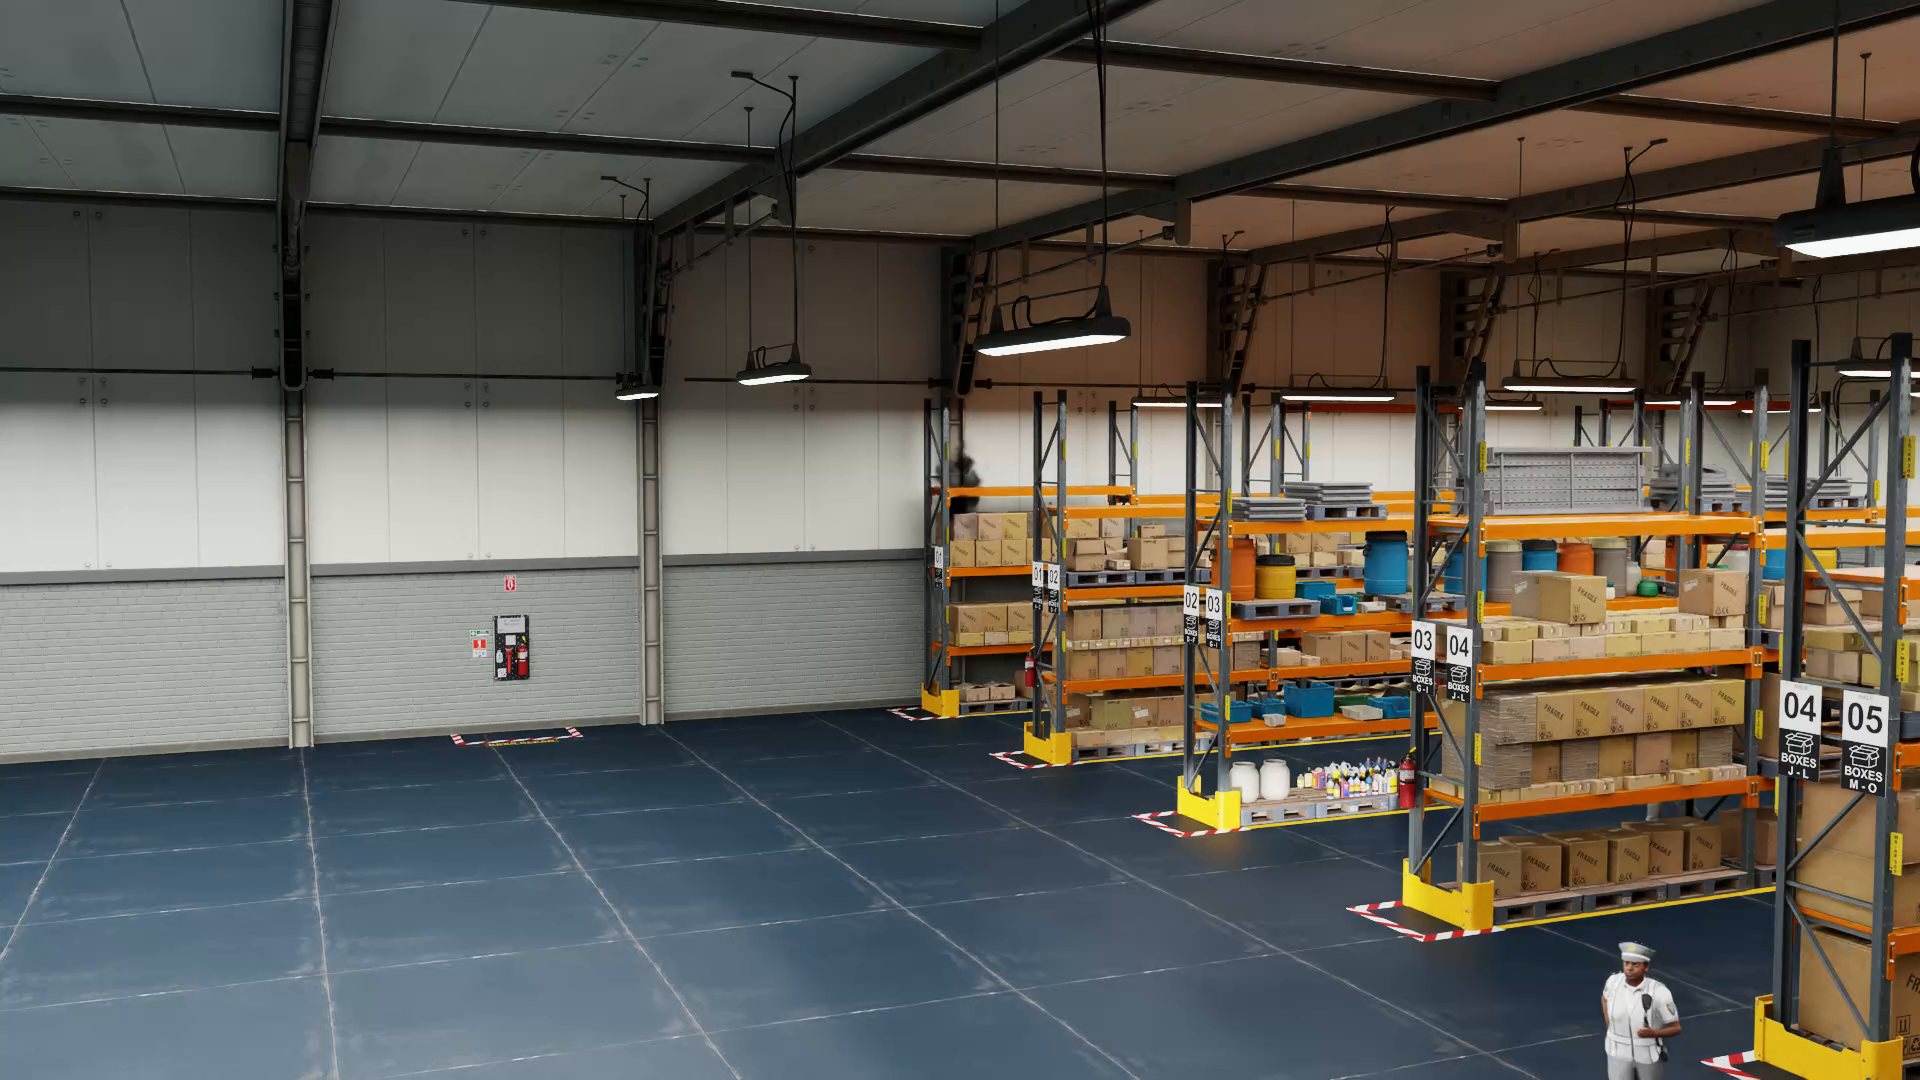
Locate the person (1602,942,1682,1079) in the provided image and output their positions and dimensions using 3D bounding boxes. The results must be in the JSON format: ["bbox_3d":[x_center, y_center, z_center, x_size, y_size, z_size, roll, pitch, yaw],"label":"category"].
[{"bbox_3d":[4.738,3.648,11.602,0.550,1.758,0.770,2,4,28],"label":"person"}]

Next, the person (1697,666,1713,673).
[{"bbox_3d":[13.346,2.618,29.879,0.822,1.582,0.525,-2,4,-35],"label":"person"}]

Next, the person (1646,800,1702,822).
[{"bbox_3d":[9.182,2.993,21.475,0.959,1.780,0.658,-2,4,-25],"label":"person"}]
